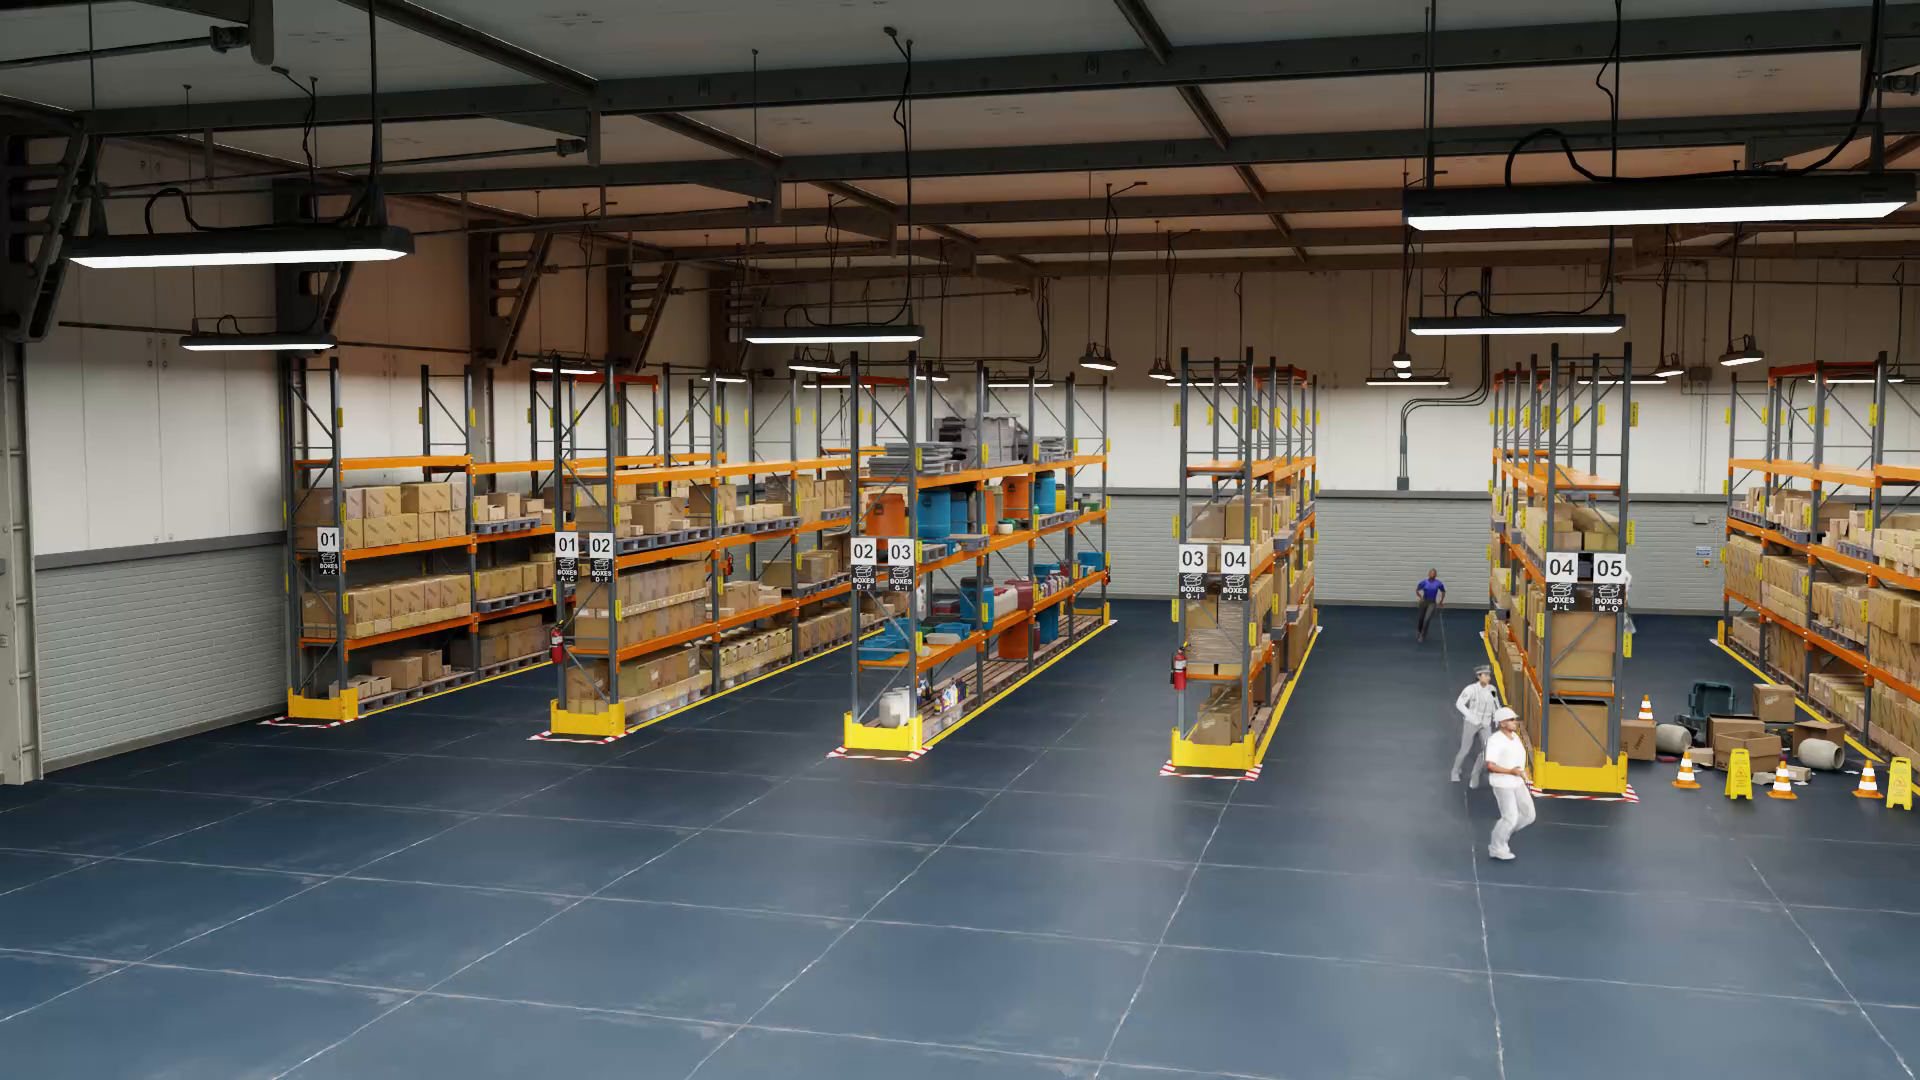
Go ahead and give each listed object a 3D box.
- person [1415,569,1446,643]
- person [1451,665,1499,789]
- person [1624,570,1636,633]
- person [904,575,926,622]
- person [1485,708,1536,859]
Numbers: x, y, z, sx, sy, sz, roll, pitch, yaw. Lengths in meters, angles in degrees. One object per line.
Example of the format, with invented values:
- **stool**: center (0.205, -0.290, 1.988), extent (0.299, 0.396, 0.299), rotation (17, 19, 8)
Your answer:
- **person**: center (10.465, 1.448, 37.129), extent (0.664, 1.622, 0.923), rotation (2, 5, 24)
- **person**: center (7.061, 2.524, 22.598), extent (0.675, 1.683, 0.644), rotation (0, 4, -4)
- **person**: center (15.204, 1.305, 38.421), extent (0.851, 1.738, 0.731), rotation (1, 4, 19)
- **person**: center (-0.920, 1.551, 36.098), extent (0.611, 1.605, 0.652), rotation (1, 4, 9)
- **person**: center (6.230, 2.752, 18.754), extent (0.687, 1.721, 0.589), rotation (-4, 6, -42)
